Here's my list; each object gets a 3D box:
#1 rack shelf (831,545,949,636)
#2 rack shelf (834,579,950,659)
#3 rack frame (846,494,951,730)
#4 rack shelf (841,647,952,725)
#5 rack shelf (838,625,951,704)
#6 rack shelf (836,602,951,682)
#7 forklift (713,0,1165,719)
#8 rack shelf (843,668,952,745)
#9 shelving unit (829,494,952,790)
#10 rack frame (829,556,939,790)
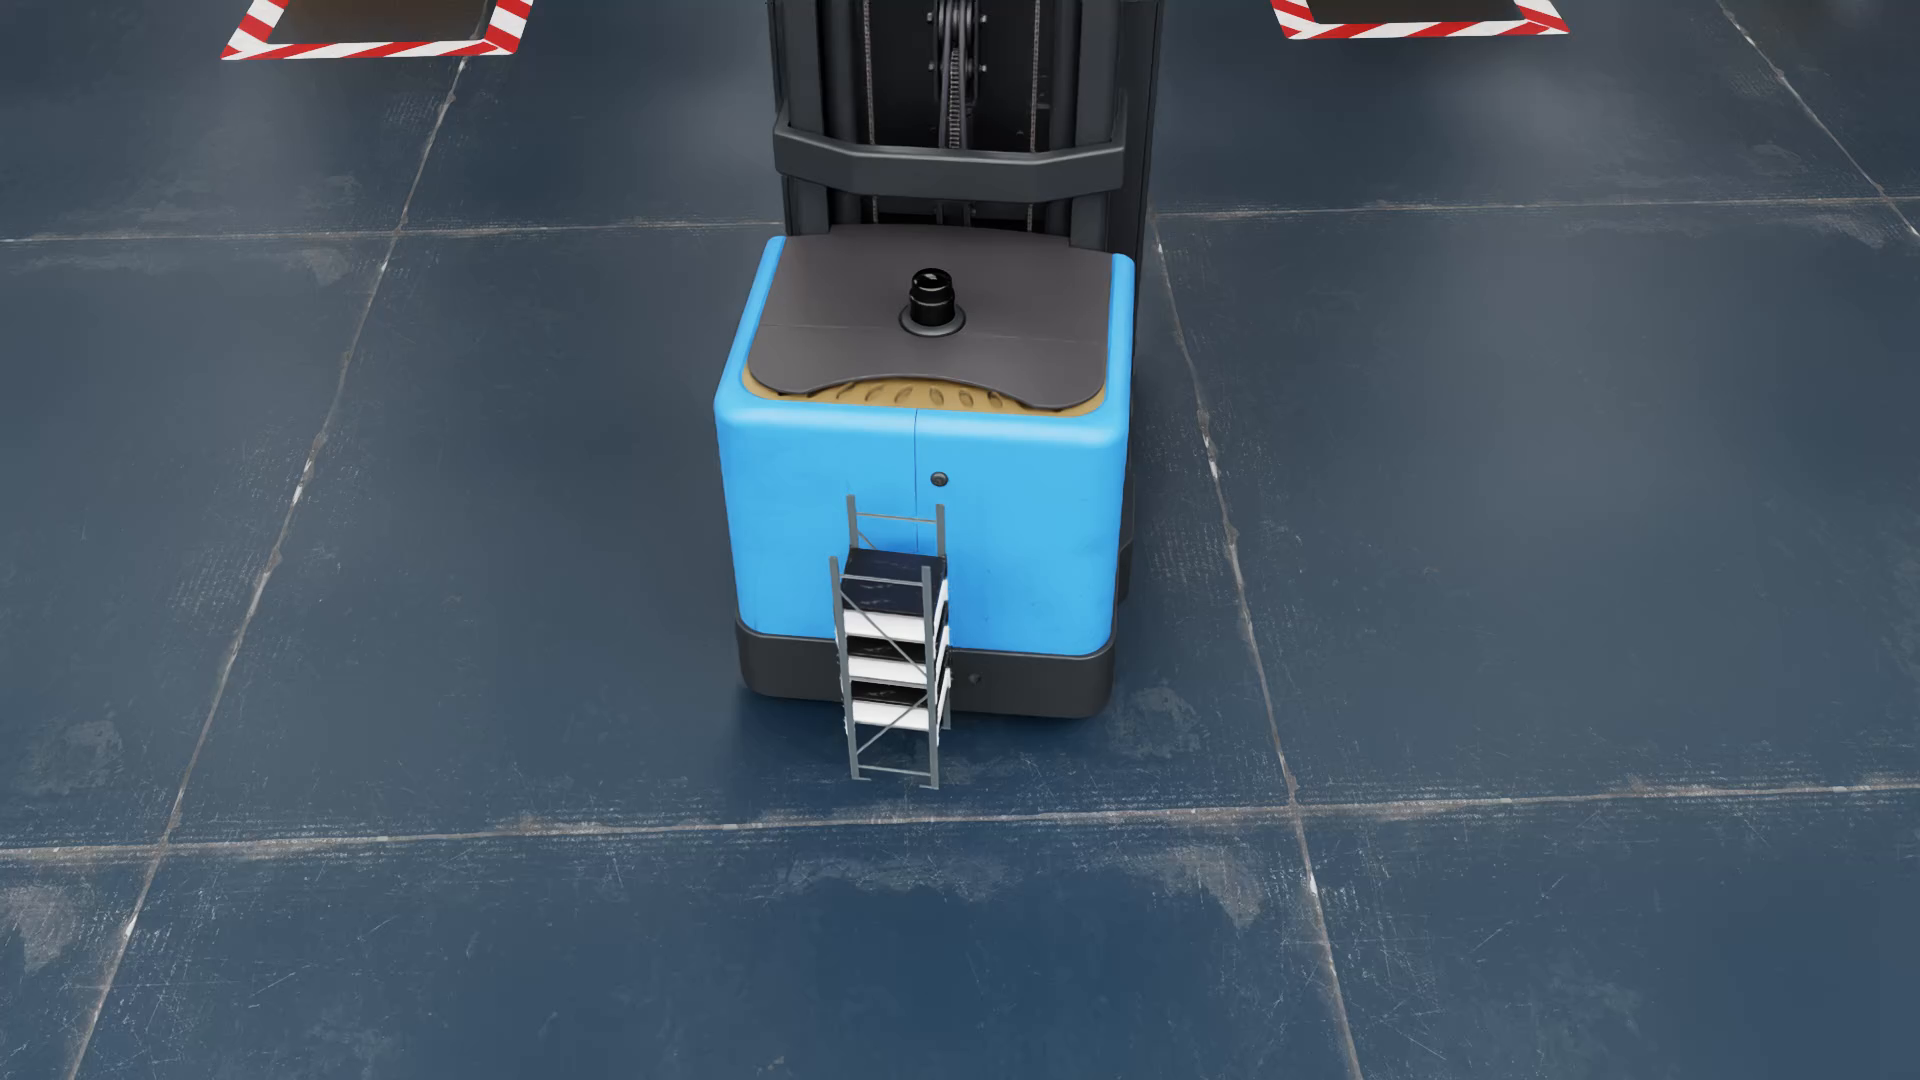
[{"bbox_3d":[-0.169,0.122,4.091,0.258,0.077,0.200,6,48,6],"label":"rack shelf"},{"bbox_3d":[-0.168,0.184,4.156,0.258,0.077,0.200,6,48,6],"label":"rack shelf"},{"bbox_3d":[-0.151,0.210,4.332,0.240,0.900,0.006,6,48,6],"label":"rack frame"},{"bbox_3d":[-0.165,0.367,4.354,0.258,0.077,0.200,6,48,6],"label":"rack shelf"},{"bbox_3d":[-0.166,0.306,4.288,0.258,0.077,0.200,6,48,6],"label":"rack shelf"},{"bbox_3d":[-0.167,0.245,4.222,0.258,0.077,0.200,6,48,6],"label":"rack shelf"},{"bbox_3d":[0.039,-1.578,4.803,1.130,2.935,3.031,4,43,4],"label":"forklift"},{"bbox_3d":[-0.163,0.428,4.420,0.258,0.077,0.200,6,48,6],"label":"rack shelf"},{"bbox_3d":[-0.166,0.283,4.264,0.258,0.900,0.210,6,48,6],"label":"shelving unit"},{"bbox_3d":[-0.182,0.357,4.196,0.240,0.900,0.006,6,48,6],"label":"rack frame"}]
